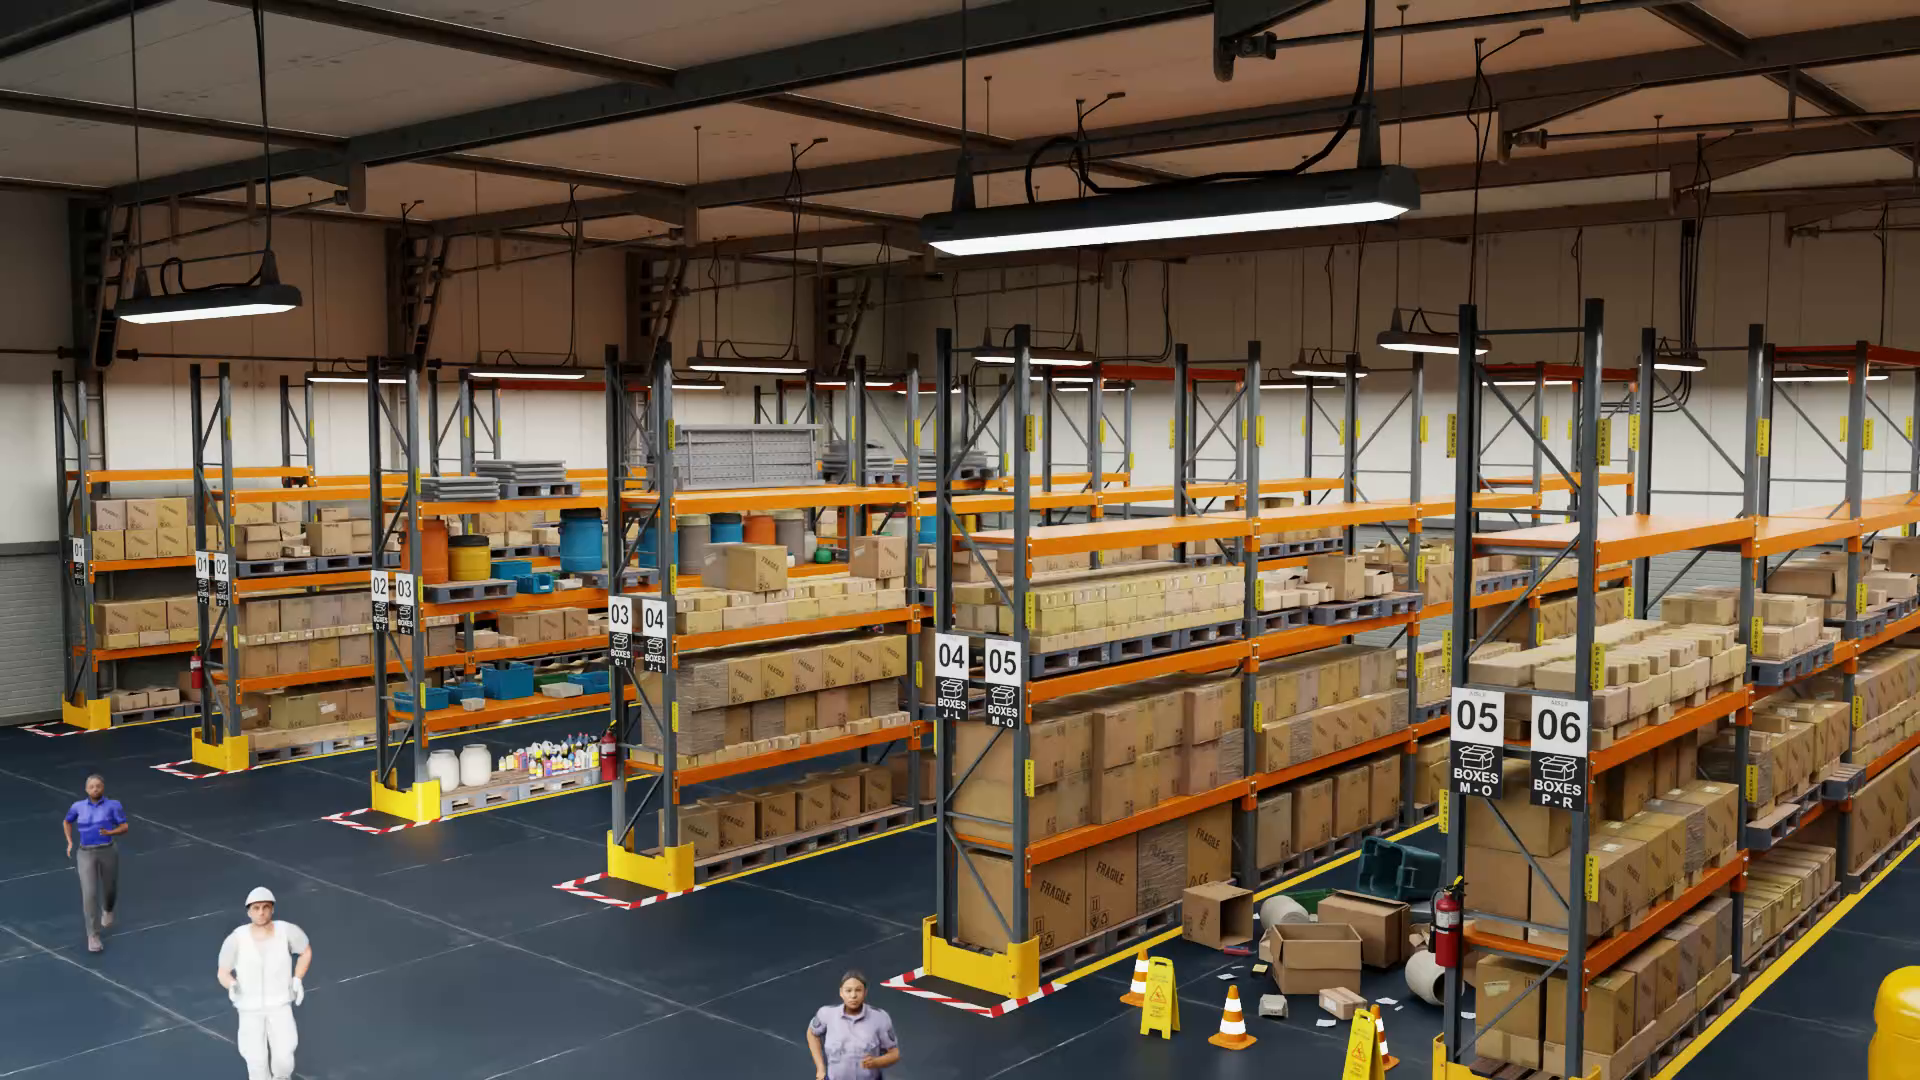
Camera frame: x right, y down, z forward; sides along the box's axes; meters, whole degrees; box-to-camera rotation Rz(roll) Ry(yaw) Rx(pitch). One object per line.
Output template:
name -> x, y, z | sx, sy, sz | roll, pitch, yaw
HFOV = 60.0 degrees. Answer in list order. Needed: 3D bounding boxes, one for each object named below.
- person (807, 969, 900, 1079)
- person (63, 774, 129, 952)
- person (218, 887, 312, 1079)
person -> -0.676, 3.584, 10.601 | 0.587, 1.688, 0.717 | 0, 4, -6
person -> -8.521, 3.131, 16.427 | 0.574, 1.644, 0.941 | -2, 5, -29
person -> -5.053, 3.408, 12.106 | 0.639, 1.740, 0.575 | -2, 4, -21
